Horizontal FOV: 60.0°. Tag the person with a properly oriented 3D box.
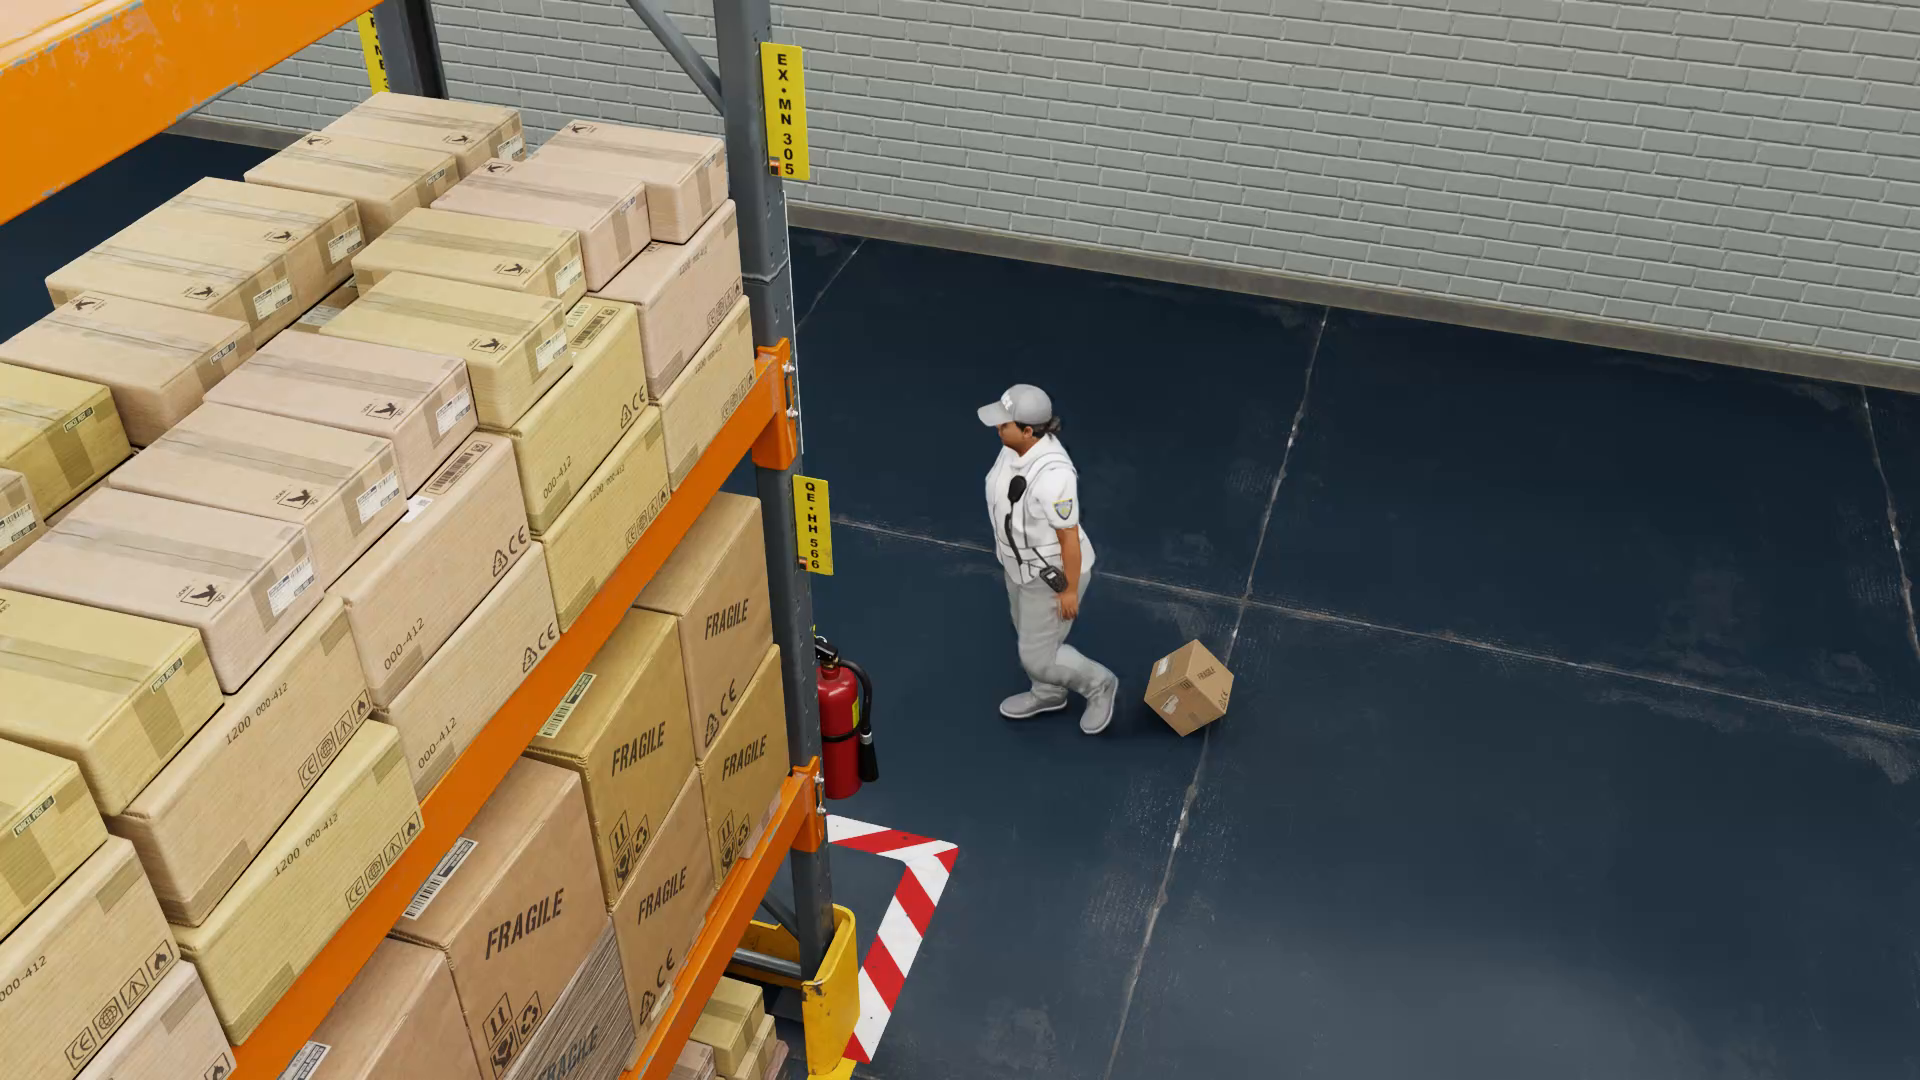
[{"bbox_3d":[0.378,0.099,6.758,0.580,1.657,0.557,-12,39,-15],"label":"person"}]
